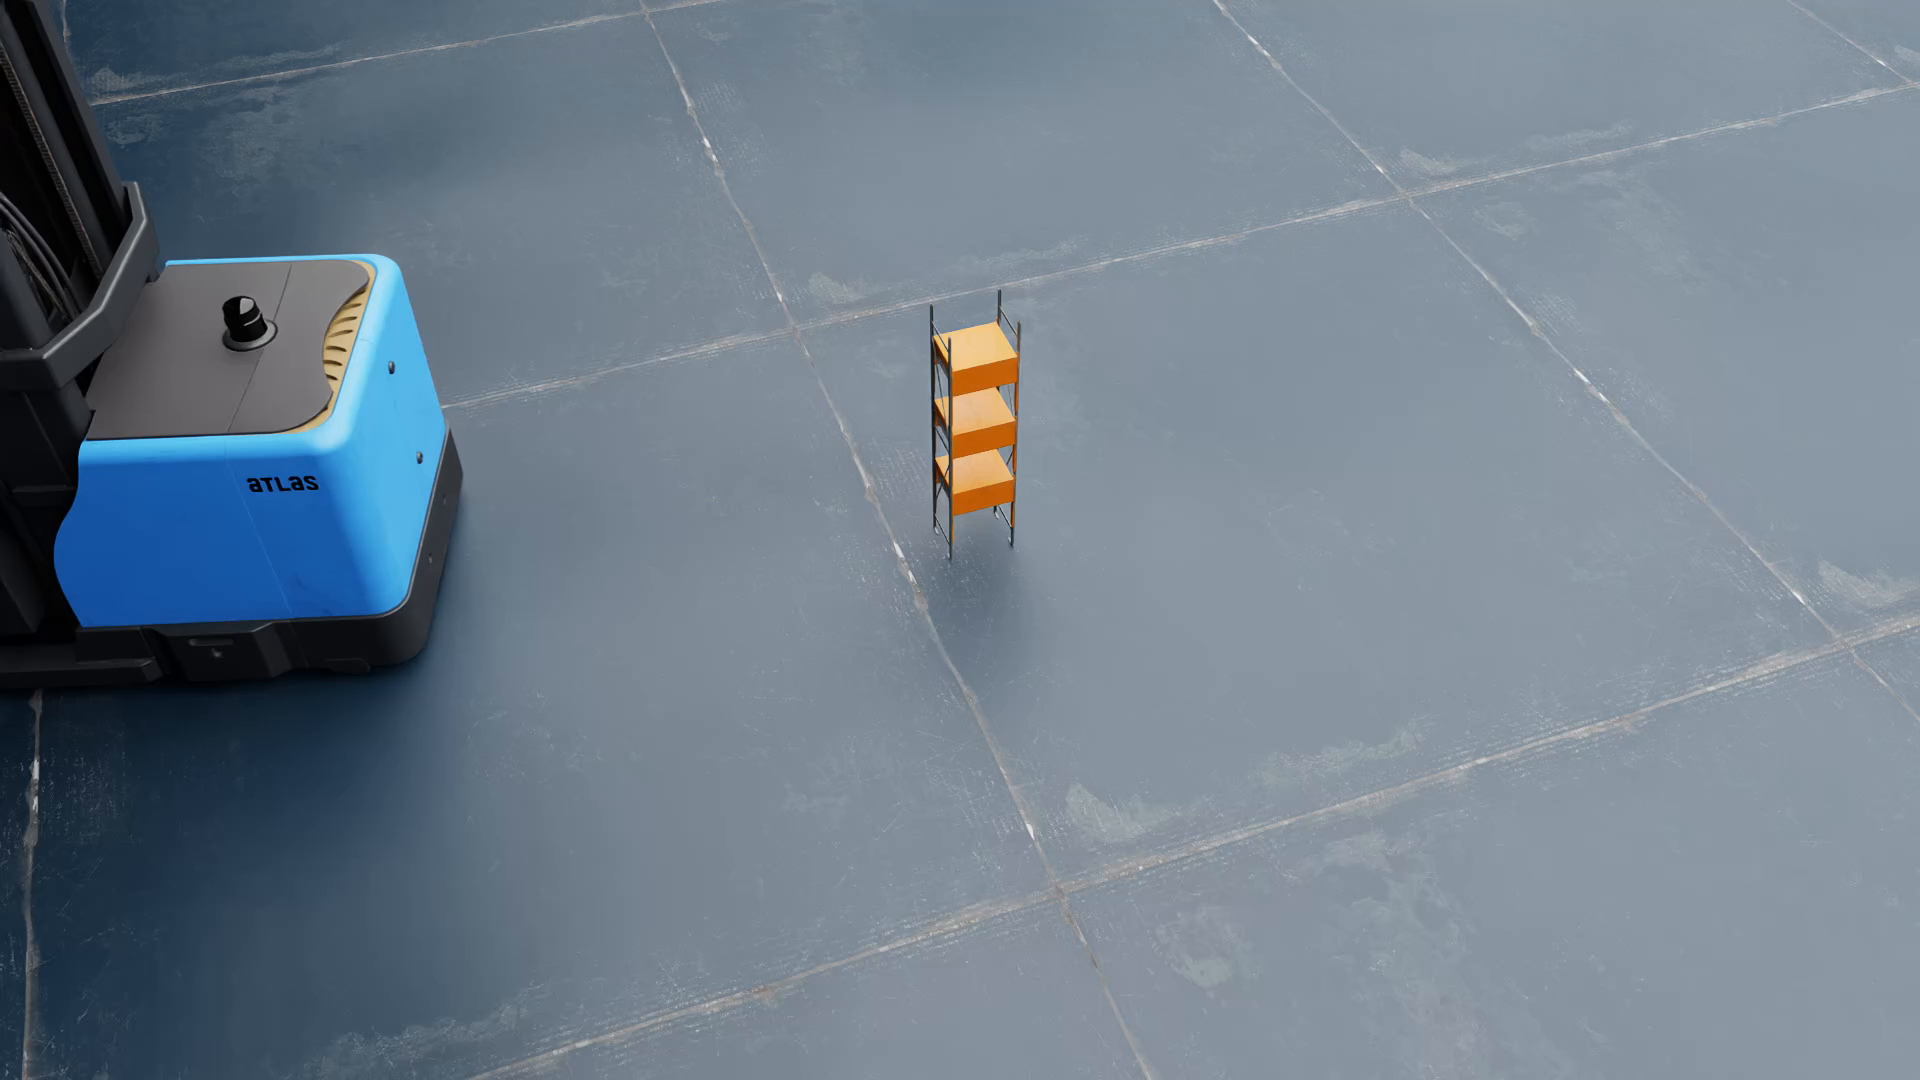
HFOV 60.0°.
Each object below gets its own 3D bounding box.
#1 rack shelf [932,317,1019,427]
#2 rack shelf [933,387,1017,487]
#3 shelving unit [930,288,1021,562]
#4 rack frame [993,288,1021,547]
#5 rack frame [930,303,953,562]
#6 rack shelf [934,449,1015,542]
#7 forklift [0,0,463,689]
[{"bbox_3d":[0.050,-0.576,5.697,0.240,0.259,0.215,-14,47,-14],"label":"rack shelf"},{"bbox_3d":[0.050,-0.376,5.898,0.240,0.259,0.215,-14,47,-14],"label":"rack shelf"},{"bbox_3d":[0.050,-0.383,5.891,0.252,1.050,0.215,-14,47,-14],"label":"shelving unit"},{"bbox_3d":[0.165,-0.413,5.920,0.008,1.050,0.200,-14,47,-14],"label":"rack frame"},{"bbox_3d":[-0.064,-0.354,5.862,0.008,1.050,0.200,-14,47,-14],"label":"rack frame"},{"bbox_3d":[0.050,-0.180,6.095,0.240,0.259,0.215,-14,47,-14],"label":"rack shelf"},{"bbox_3d":[-3.397,-0.867,5.045,3.031,2.935,1.130,-2,45,-2],"label":"forklift"}]
